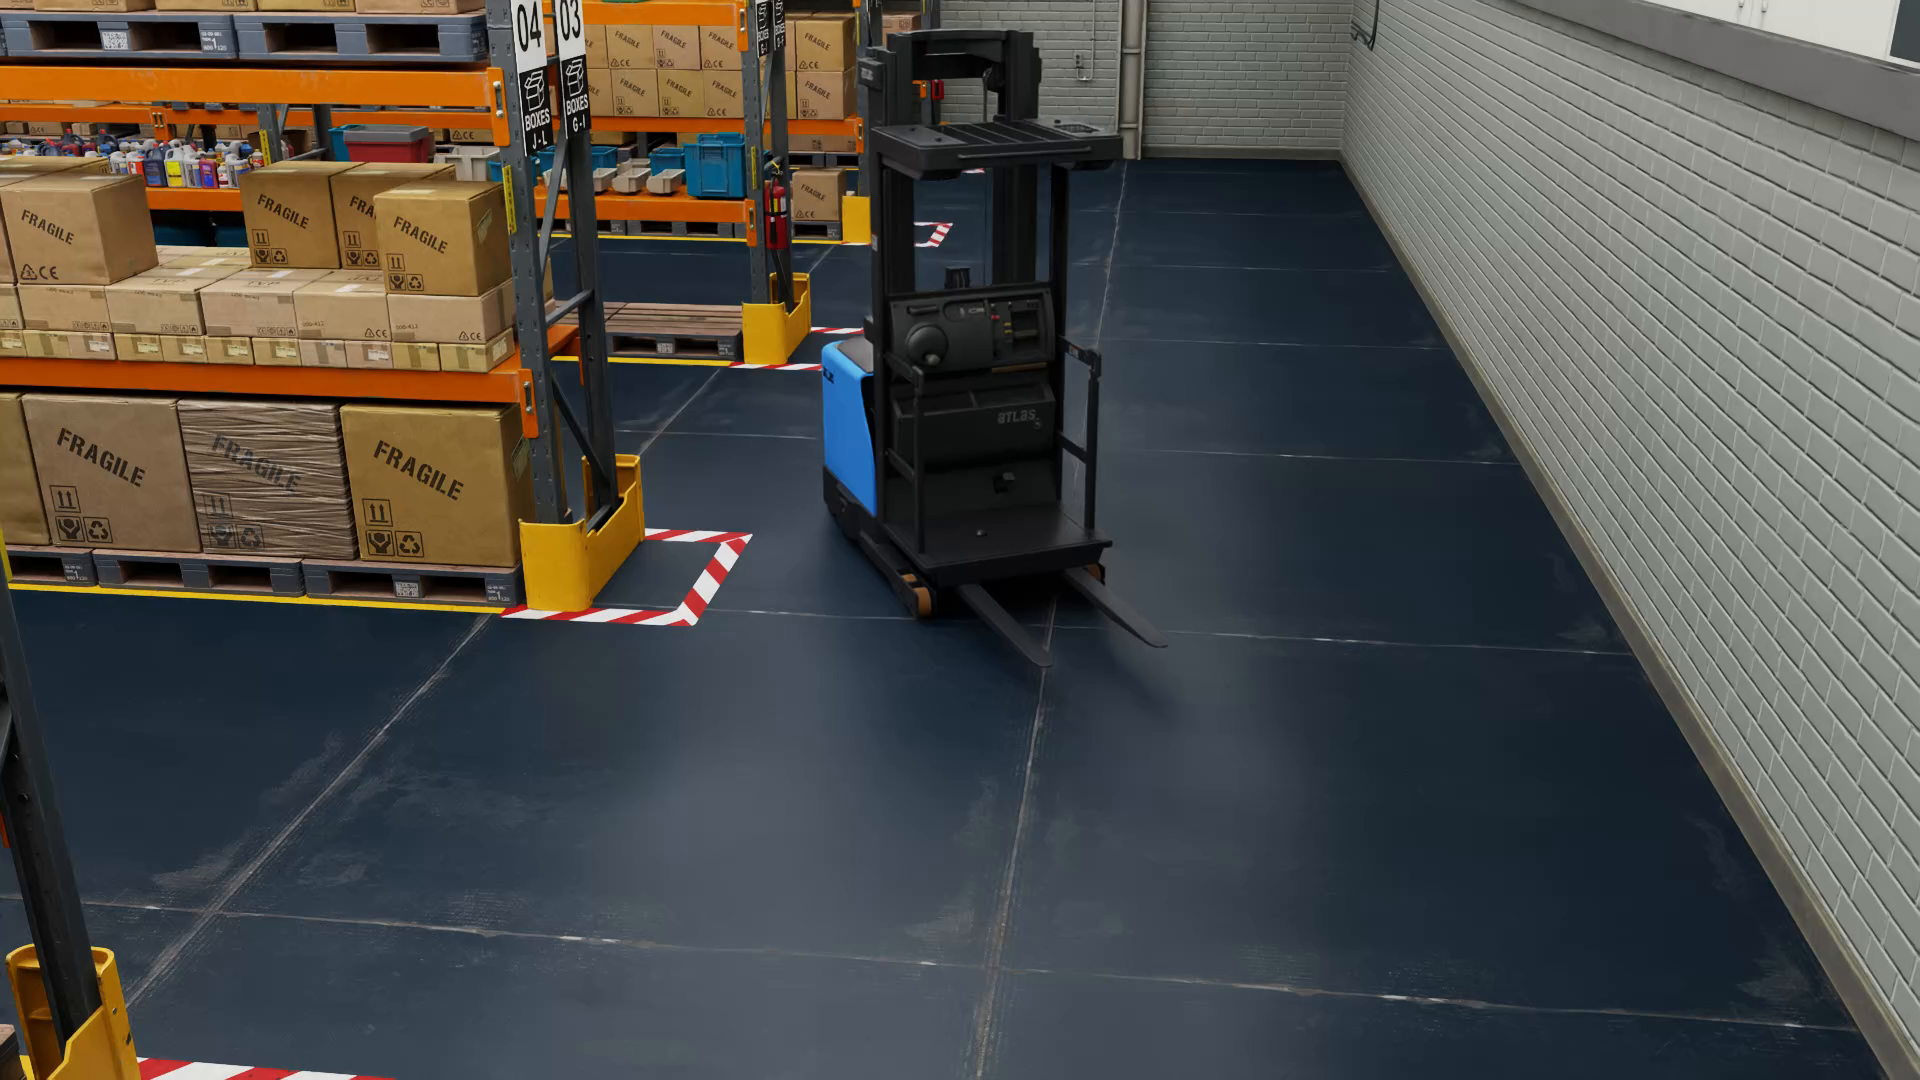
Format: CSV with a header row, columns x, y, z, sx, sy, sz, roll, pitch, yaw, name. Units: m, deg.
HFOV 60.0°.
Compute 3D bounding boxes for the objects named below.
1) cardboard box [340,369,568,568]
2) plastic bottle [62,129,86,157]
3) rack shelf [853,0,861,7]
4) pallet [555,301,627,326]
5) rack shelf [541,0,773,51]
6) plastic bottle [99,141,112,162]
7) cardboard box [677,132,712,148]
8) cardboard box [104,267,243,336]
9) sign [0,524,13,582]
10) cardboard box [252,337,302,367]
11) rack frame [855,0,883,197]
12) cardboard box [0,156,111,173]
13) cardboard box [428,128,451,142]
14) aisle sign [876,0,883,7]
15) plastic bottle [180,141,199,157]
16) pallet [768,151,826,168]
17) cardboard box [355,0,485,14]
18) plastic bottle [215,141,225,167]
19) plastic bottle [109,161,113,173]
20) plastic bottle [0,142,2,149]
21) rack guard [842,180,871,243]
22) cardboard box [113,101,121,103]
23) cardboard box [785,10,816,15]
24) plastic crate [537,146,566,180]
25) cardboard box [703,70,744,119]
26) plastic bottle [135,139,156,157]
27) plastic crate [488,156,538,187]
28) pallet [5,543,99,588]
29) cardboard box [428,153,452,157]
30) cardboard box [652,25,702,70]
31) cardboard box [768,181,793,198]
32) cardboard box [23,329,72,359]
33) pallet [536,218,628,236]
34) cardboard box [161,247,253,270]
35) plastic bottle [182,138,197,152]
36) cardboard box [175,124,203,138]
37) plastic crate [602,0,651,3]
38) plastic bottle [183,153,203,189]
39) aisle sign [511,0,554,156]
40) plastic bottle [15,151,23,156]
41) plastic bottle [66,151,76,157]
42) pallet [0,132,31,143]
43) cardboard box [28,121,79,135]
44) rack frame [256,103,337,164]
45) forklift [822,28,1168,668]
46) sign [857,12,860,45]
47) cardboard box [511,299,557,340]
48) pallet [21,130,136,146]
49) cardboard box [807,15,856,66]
x,y,z,sx,sy,sz,roll,pitch,yaw,name
-2.787,-0.431,9.268,0.875,0.875,0.875,2,22,6,cardboard box
-7.764,-3.423,14.586,0.185,0.351,0.144,2,22,6,plastic bottle
-2.959,-5.989,17.906,4.000,0.370,1.077,2,22,6,rack shelf
-3.582,-1.840,14.307,1.213,0.211,1.003,2,22,6,pallet
-3.545,-4.180,13.332,4.000,0.370,1.077,2,22,6,rack shelf
-7.418,-3.327,14.449,0.097,0.271,0.097,0,22,0,plastic bottle
-3.635,-5.786,23.325,0.500,0.500,0.700,3,22,7,cardboard box
-4.182,-1.283,8.904,0.500,0.250,0.500,3,22,6,cardboard box
-2.763,-0.019,4.731,0.005,0.325,0.100,2,22,6,sign
-3.549,-1.047,8.850,0.250,0.149,0.380,2,22,5,cardboard box
-0.973,-4.842,18.106,0.127,3.000,1.000,2,22,6,rack frame
-5.129,-1.870,9.369,0.500,0.500,0.500,3,22,7,cardboard box
-7.623,-6.112,23.673,0.750,0.750,0.750,2,22,6,cardboard box
-0.870,-6.155,17.892,0.004,0.787,0.394,2,22,6,aisle sign
-6.466,-3.156,13.911,0.185,0.351,0.144,2,22,6,plastic bottle
-2.405,-5.413,23.345,1.213,0.211,1.003,2,22,6,pallet
-2.665,-2.911,8.300,0.500,0.500,0.700,1,22,3,cardboard box
-6.422,-3.336,14.474,0.097,0.271,0.097,0,22,0,plastic bottle
-7.077,-3.051,13.849,0.097,0.201,0.097,0,22,0,plastic bottle
-8.517,-3.428,14.705,0.097,0.271,0.097,0,22,0,plastic bottle
-1.048,-3.682,18.574,0.348,0.500,1.175,2,22,6,rack guard
-9.782,-5.256,19.275,0.500,0.311,0.500,2,22,6,cardboard box
-2.381,-6.872,22.834,0.700,0.700,0.980,1,22,4,cardboard box
-3.371,-3.184,14.060,0.300,0.233,0.416,2,22,6,plastic crate
-2.460,-4.853,17.999,0.500,0.500,0.500,3,22,7,cardboard box
-7.096,-3.358,14.522,0.135,0.276,0.152,2,22,6,plastic bottle
-3.629,-2.979,13.540,0.300,0.233,0.416,2,22,6,plastic crate
-5.369,-0.040,9.753,1.213,0.211,1.003,2,22,6,pallet
-5.928,-4.186,19.249,0.500,0.500,0.500,3,22,7,cardboard box
-2.974,-5.336,17.862,0.500,0.500,0.500,3,22,8,cardboard box
-1.976,-3.916,18.907,0.500,0.250,0.500,2,22,6,cardboard box
-4.822,-1.103,8.991,0.250,0.149,0.380,2,22,6,cardboard box
-4.263,-3.688,18.981,1.213,0.211,1.003,2,22,6,pallet
-4.121,-1.477,9.394,0.500,0.250,0.500,2,22,5,cardboard box
-6.727,-3.362,14.523,0.133,0.283,0.061,2,22,6,plastic bottle
-11.058,-6.182,24.298,0.500,0.500,0.700,2,22,5,cardboard box
-2.572,-4.268,12.864,0.336,0.188,0.450,2,22,6,plastic crate
-6.324,-3.063,13.777,0.135,0.276,0.152,2,22,6,plastic bottle
-2.106,-2.321,8.195,0.004,0.787,0.394,2,22,6,aisle sign
-7.853,-3.118,13.921,0.097,0.271,0.097,0,22,0,plastic bottle
-7.432,-3.122,13.932,0.097,0.271,0.097,0,22,0,plastic bottle
-14.196,-5.941,24.679,1.213,0.211,1.003,2,22,6,pallet
-13.345,-6.242,24.450,0.500,0.500,0.500,1,22,2,cardboard box
-5.532,-3.206,13.970,0.127,3.000,1.000,2,22,6,rack frame
0.152,-1.120,8.787,1.130,2.935,3.031,-8,23,-20,forklift
-1.058,-5.325,17.325,0.005,0.325,0.100,2,22,6,sign
-2.456,-1.244,9.348,0.250,0.149,0.380,3,22,7,cardboard box
-12.981,-5.889,24.548,1.213,0.211,1.003,2,22,6,pallet
-1.382,-5.469,18.196,0.500,0.500,0.500,3,22,8,cardboard box
